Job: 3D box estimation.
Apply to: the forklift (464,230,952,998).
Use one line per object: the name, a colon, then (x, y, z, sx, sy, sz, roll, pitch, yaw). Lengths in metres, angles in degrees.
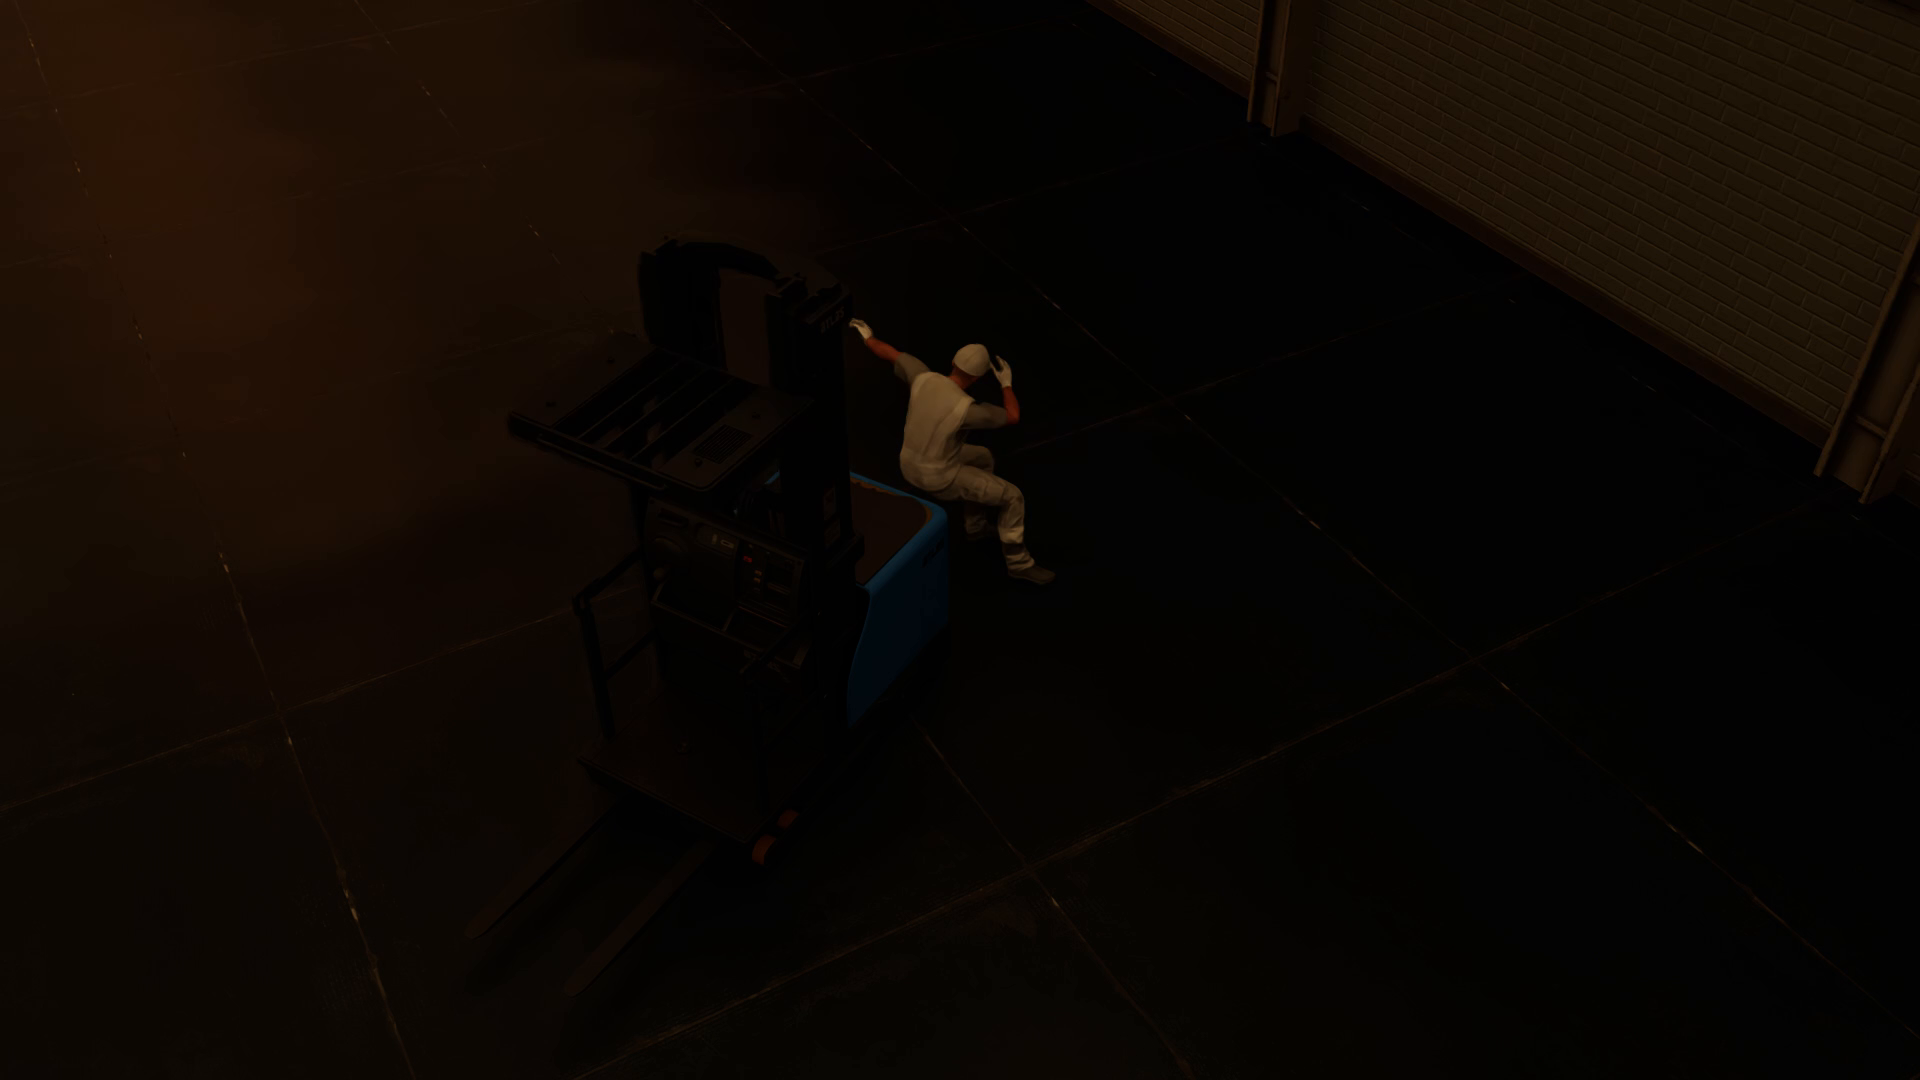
forklift: (-1.245, 0.172, 7.829, 1.130, 2.935, 3.031, 21, 44, 24)

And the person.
person: (-0.069, -0.595, 9.934, 0.741, 1.450, 1.501, -26, 46, -28)
